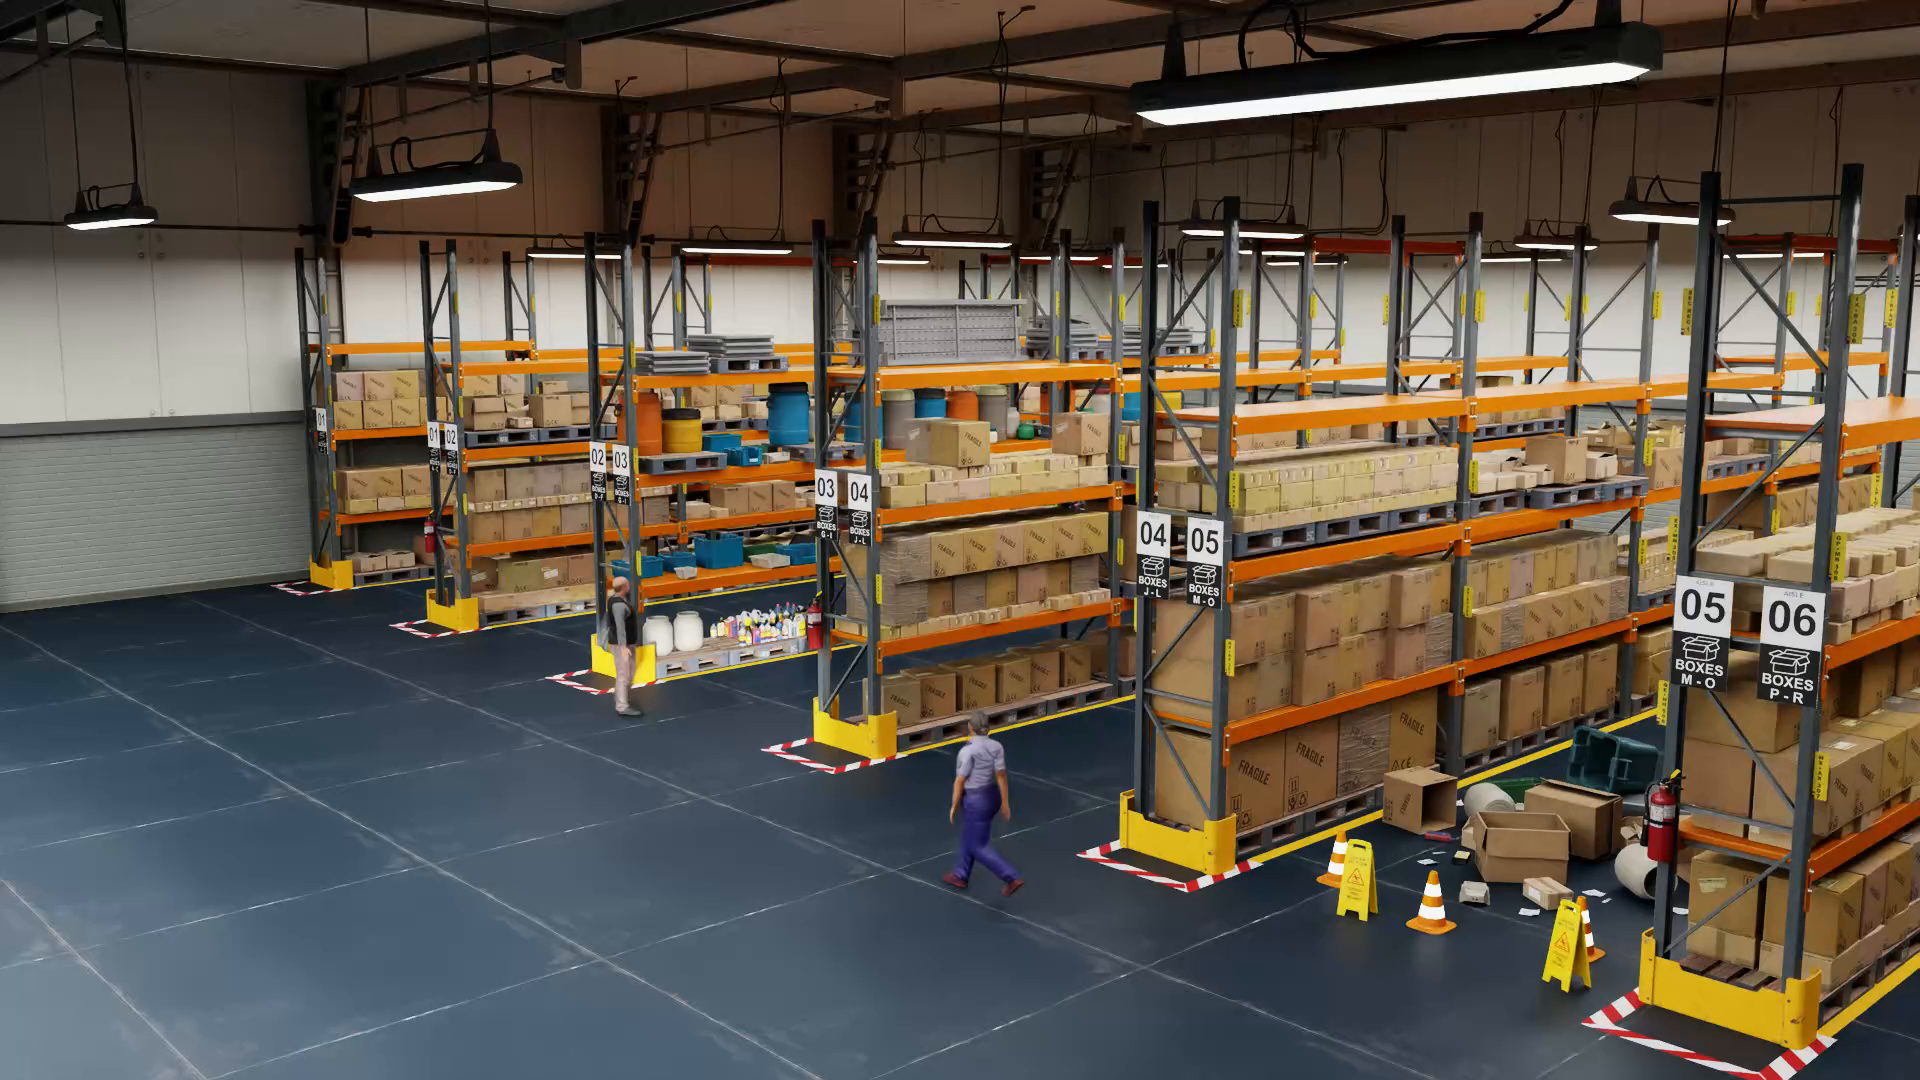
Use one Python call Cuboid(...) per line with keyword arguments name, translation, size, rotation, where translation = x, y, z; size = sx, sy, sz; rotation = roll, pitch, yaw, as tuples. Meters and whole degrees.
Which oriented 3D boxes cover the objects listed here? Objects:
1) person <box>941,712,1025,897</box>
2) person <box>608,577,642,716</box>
Cuboid(name="person", translation=(0.182, 2.278, 14.336), size=(0.926, 1.617, 0.468), rotation=(4, 9, 24))
Cuboid(name="person", translation=(-4.158, 1.322, 20.609), size=(0.414, 1.765, 0.604), rotation=(0, 8, 0))
